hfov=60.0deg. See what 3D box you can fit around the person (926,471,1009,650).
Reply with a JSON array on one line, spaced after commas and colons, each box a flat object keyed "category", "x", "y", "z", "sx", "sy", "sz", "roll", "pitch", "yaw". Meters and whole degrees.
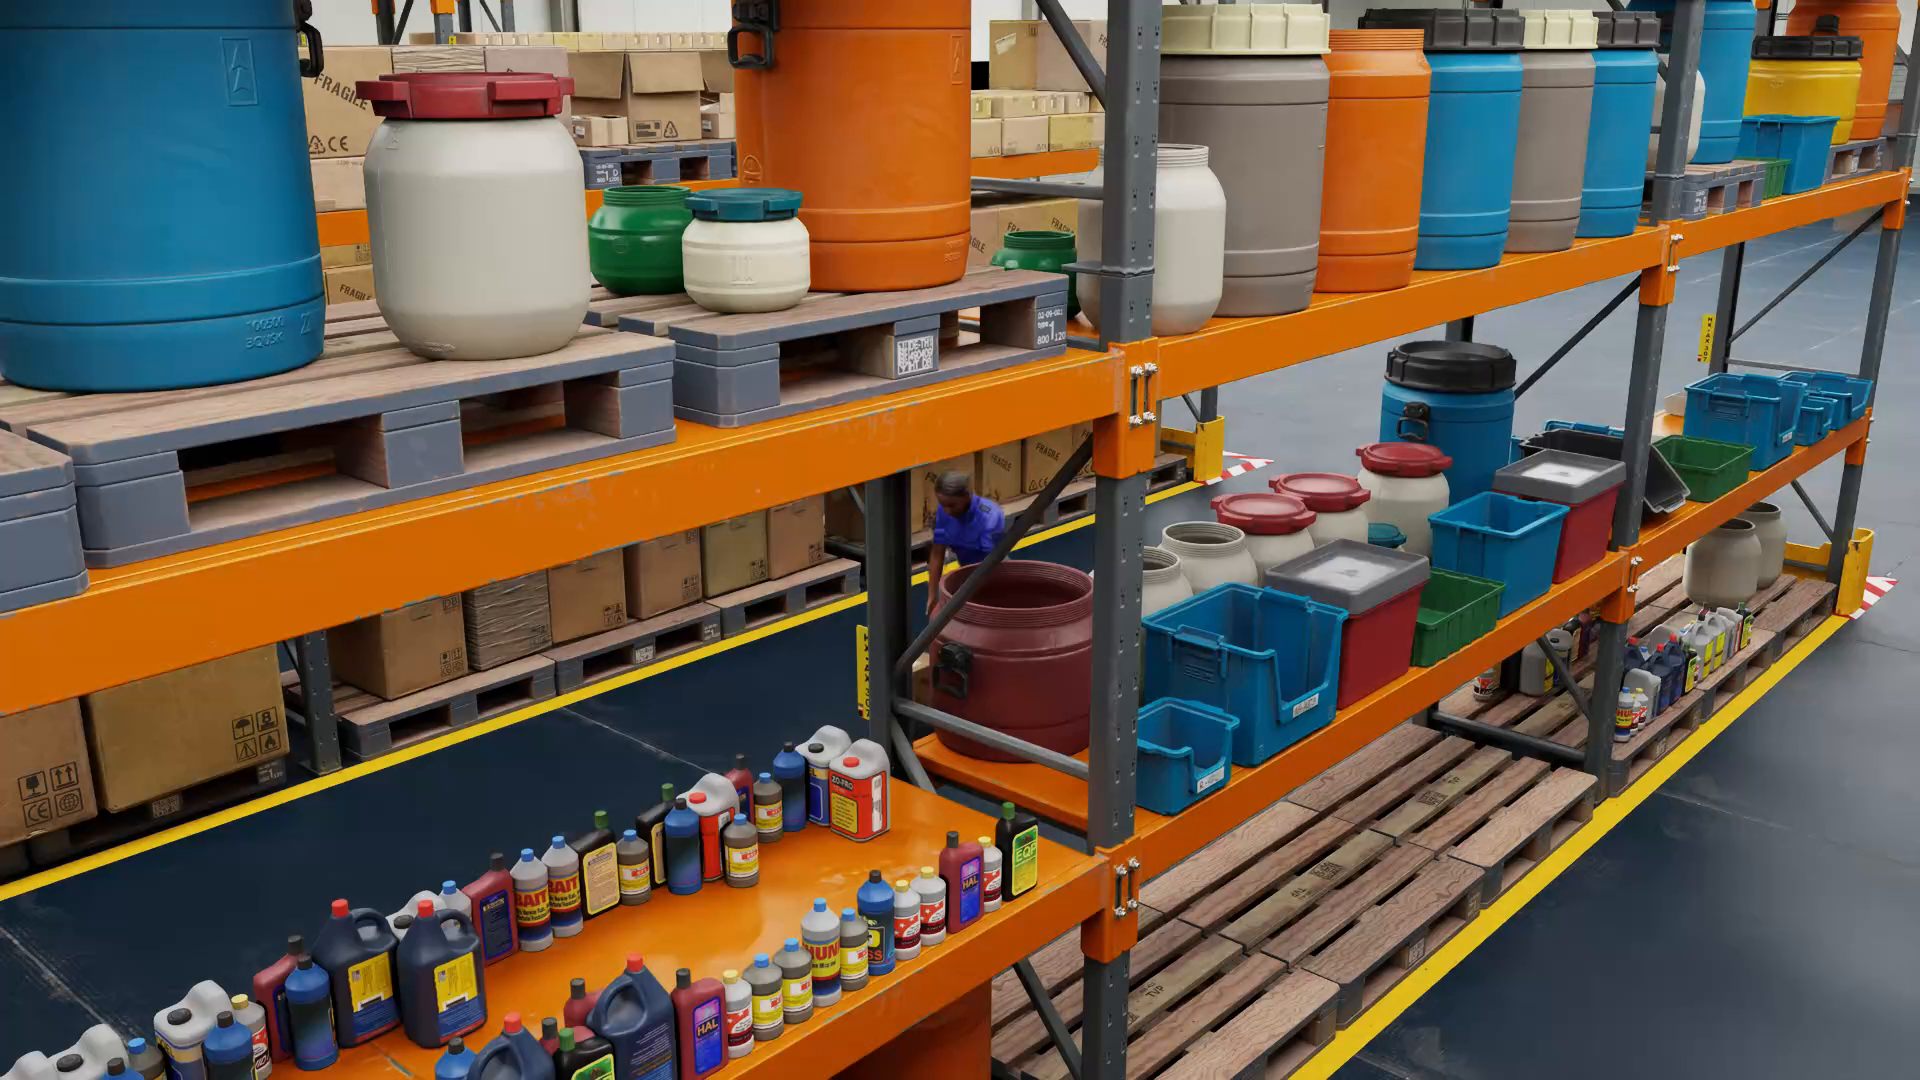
[{"category": "person", "x": 0.080, "y": 0.288, "z": 9.003, "sx": 0.492, "sy": 1.442, "sz": 0.576, "roll": 15, "pitch": 22, "yaw": 40}]
